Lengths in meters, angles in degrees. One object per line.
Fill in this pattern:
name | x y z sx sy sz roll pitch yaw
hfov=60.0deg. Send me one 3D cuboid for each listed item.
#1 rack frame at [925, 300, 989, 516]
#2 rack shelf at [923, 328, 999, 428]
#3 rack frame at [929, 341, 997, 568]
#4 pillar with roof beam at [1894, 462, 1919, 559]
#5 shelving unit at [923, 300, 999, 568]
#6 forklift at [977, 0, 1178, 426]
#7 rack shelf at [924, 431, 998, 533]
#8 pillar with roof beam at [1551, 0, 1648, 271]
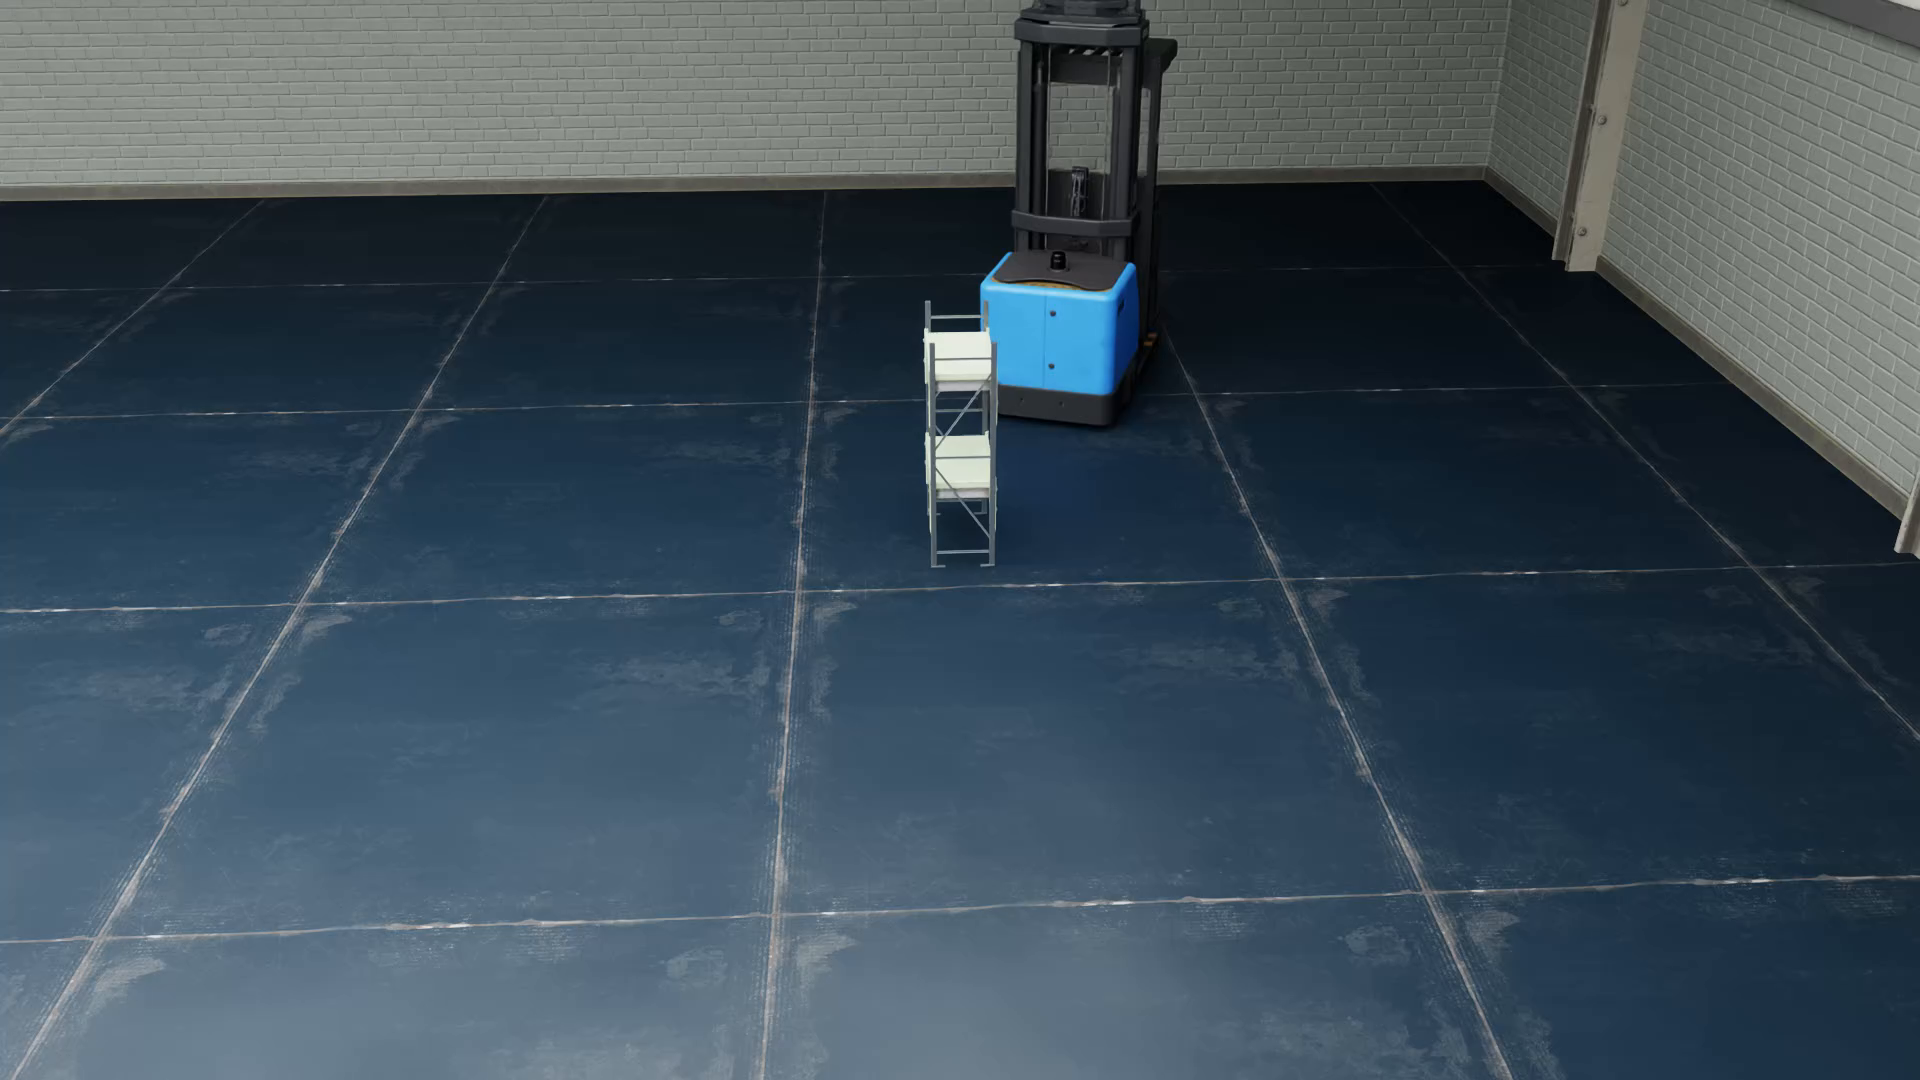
rack frame | -0.019 -0.837 10.795 0.400 1.500 0.023 -1 28 -3
rack shelf | 0.000 -1.014 10.291 0.431 0.370 0.720 -1 28 -3
rack frame | 0.019 -0.499 10.147 0.400 1.500 0.023 -1 28 -3
pillar with roof beam | 1.873 -3.742 8.255 9.100 9.000 0.400 -1 28 -3
shelving unit | 0.000 -0.668 10.471 0.431 1.500 0.755 -1 28 -3
forklift | 1.034 -2.808 13.027 1.130 2.935 3.031 8 29 14
rack shelf | 0.000 -0.379 10.622 0.431 0.370 0.720 -1 28 -3
pillar with roof beam | 1.559 -6.513 13.568 9.100 9.000 0.400 -1 28 -3
